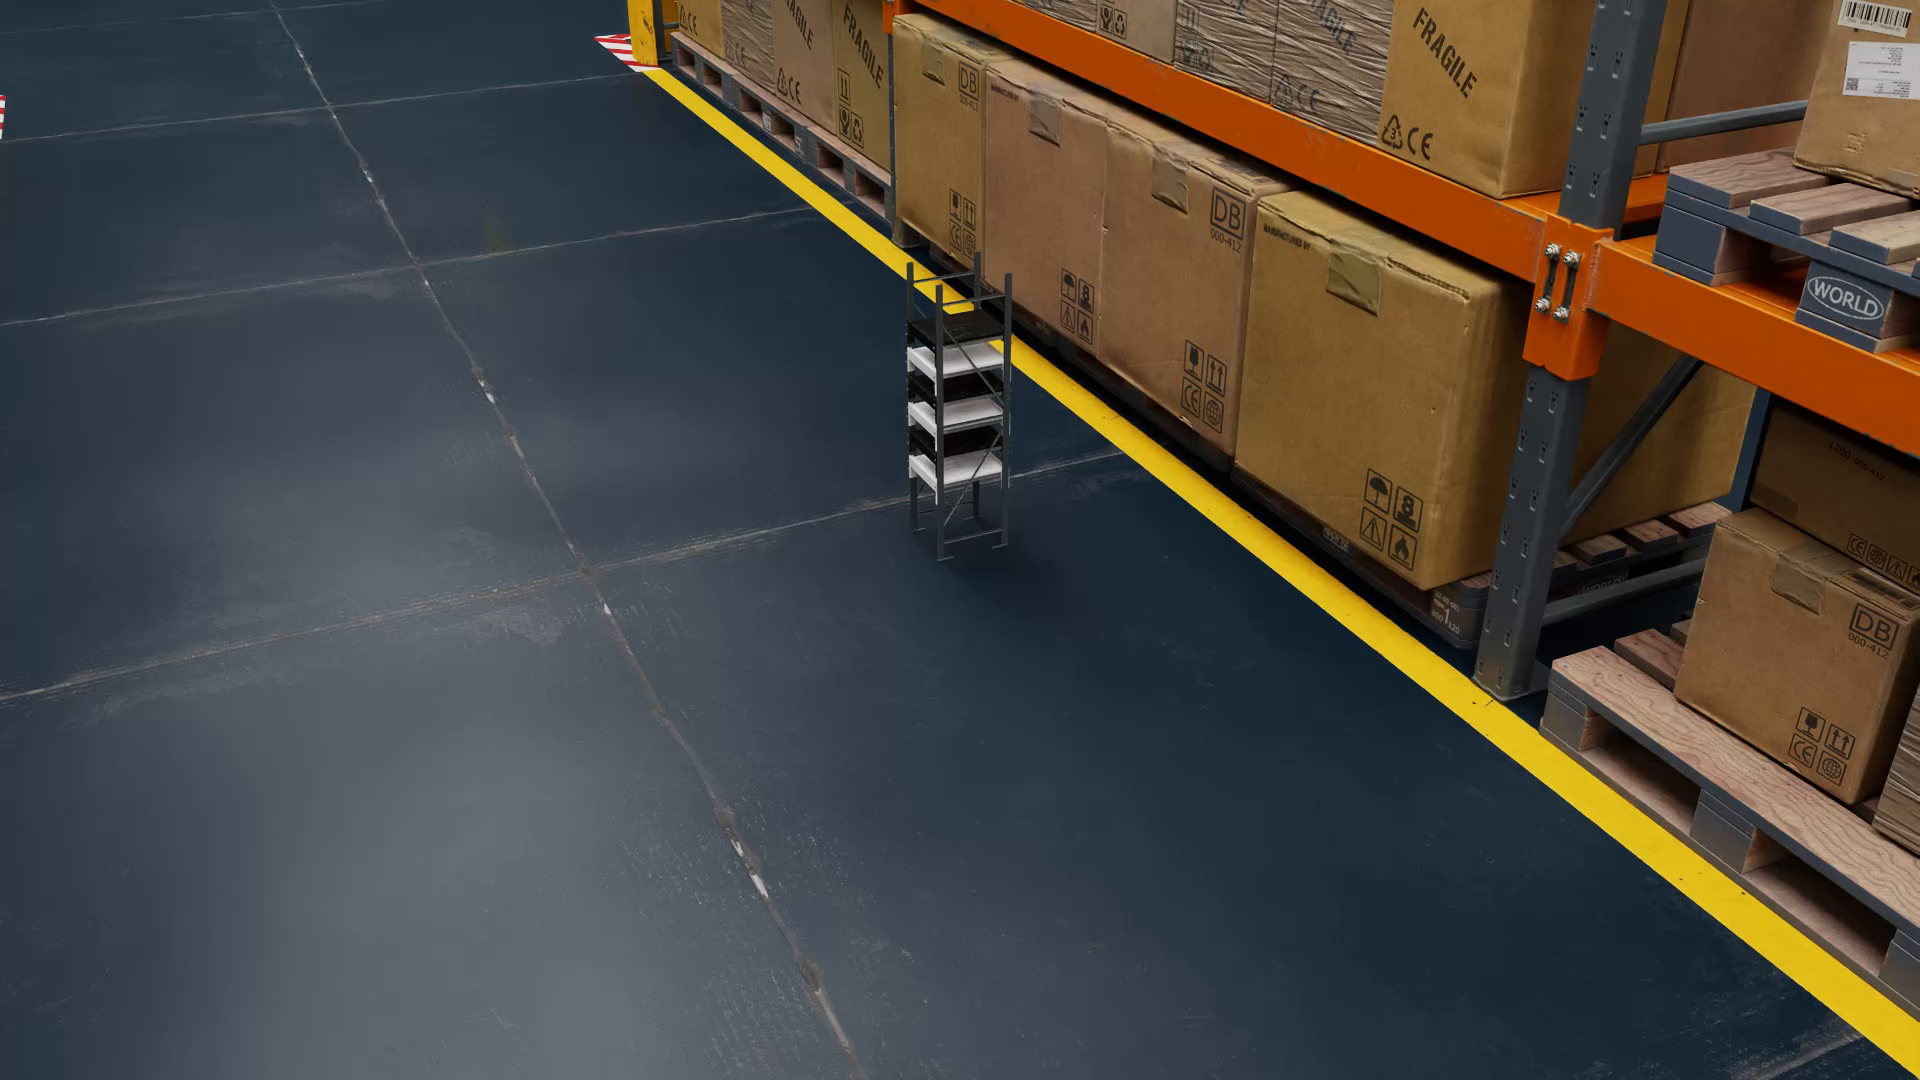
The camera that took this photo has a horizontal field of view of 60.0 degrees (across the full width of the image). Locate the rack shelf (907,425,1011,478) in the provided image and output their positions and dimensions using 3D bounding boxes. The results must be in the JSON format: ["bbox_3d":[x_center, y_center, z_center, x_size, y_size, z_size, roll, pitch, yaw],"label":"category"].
[{"bbox_3d":[-0.003,-0.289,5.097,0.258,0.077,0.200,-13,32,-22],"label":"rack shelf"}]

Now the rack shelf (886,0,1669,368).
[{"bbox_3d":[1.020,-1.567,5.713,1.077,0.370,4.000,-13,32,-22],"label":"rack shelf"}]

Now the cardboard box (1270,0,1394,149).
[{"bbox_3d":[1.234,-1.428,4.628,0.500,0.500,0.500,-13,32,-22],"label":"cardboard box"}]

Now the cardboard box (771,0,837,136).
[{"bbox_3d":[-0.436,-2.726,8.788,0.875,0.875,0.875,-13,32,-22],"label":"cardboard box"}]

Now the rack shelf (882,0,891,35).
[{"bbox_3d":[-0.697,-3.334,8.864,1.077,0.370,4.000,-13,32,-22],"label":"rack shelf"}]

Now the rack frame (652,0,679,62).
[{"bbox_3d":[-1.556,-4.531,10.263,1.000,3.000,0.127,-13,32,-22],"label":"rack frame"}]

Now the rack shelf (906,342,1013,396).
[{"bbox_3d":[-0.003,-0.524,4.965,0.258,0.077,0.200,-13,32,-22],"label":"rack shelf"}]

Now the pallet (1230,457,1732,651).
[{"bbox_3d":[1.608,-0.145,5.292,1.003,0.211,1.213,-13,32,-22],"label":"pallet"}]

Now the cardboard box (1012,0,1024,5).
[{"bbox_3d":[0.349,-2.330,6.236,0.500,0.500,0.500,-13,32,-22],"label":"cardboard box"}]

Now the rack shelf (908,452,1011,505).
[{"bbox_3d":[-0.003,-0.210,5.141,0.258,0.077,0.200,-13,32,-22],"label":"rack shelf"}]

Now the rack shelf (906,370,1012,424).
[{"bbox_3d":[-0.003,-0.446,5.009,0.258,0.077,0.200,-13,32,-22],"label":"rack shelf"}]

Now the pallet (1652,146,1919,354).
[{"bbox_3d":[2.280,-0.621,3.487,1.213,0.211,1.003,-13,32,-22],"label":"pallet"}]

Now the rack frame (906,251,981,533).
[{"bbox_3d":[-0.047,-0.441,5.116,0.240,0.900,0.006,-13,32,-22],"label":"rack frame"}]

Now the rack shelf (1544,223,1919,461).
[{"bbox_3d":[2.737,0.200,2.562,1.077,0.370,4.000,-13,32,-22],"label":"rack shelf"}]

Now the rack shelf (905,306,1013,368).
[{"bbox_3d":[-0.003,-0.603,4.921,0.258,0.077,0.200,-13,32,-22],"label":"rack shelf"}]

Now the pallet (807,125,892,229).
[{"bbox_3d":[-0.095,-1.900,8.423,1.003,0.211,1.213,-13,32,-22],"label":"pallet"}]

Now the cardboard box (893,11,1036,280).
[{"bbox_3d":[0.454,-1.742,7.033,1.225,0.875,0.875,-13,32,-22],"label":"cardboard box"}]

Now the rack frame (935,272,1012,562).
[{"bbox_3d":[0.040,-0.351,4.956,0.240,0.900,0.006,-13,32,-22],"label":"rack frame"}]

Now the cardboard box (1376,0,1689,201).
[{"bbox_3d":[1.443,-1.207,4.233,0.500,0.500,0.500,-12,31,-20],"label":"cardboard box"}]

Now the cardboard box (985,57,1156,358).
[{"bbox_3d":[0.838,-1.347,6.329,1.225,0.875,0.875,-14,32,-24],"label":"cardboard box"}]

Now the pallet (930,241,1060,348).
[{"bbox_3d":[0.560,-1.223,7.215,1.003,0.211,1.213,-13,32,-22],"label":"pallet"}]

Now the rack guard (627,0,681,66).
[{"bbox_3d":[-1.566,-3.451,10.894,1.175,0.500,0.348,-13,32,-22],"label":"rack guard"}]

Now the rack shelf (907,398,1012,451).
[{"bbox_3d":[-0.003,-0.367,5.053,0.258,0.077,0.200,-13,32,-22],"label":"rack shelf"}]

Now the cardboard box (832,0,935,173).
[{"bbox_3d":[-0.050,-2.329,8.079,0.875,0.875,0.875,-13,32,-22],"label":"cardboard box"}]

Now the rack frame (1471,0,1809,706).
[{"bbox_3d":[1.878,-0.997,3.961,1.000,3.000,0.127,-13,32,-22],"label":"rack frame"}]

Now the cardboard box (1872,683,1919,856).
[{"bbox_3d":[2.434,0.435,3.512,0.700,0.500,0.500,-16,33,-26],"label":"cardboard box"}]

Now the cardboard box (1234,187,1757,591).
[{"bbox_3d":[1.601,-0.563,4.930,1.225,0.875,0.875,-15,32,-24],"label":"cardboard box"}]

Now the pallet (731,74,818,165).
[{"bbox_3d":[-0.622,-2.440,9.385,1.003,0.211,1.213,-13,32,-22],"label":"pallet"}]

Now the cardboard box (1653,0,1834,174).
[{"bbox_3d":[1.915,-1.312,4.422,0.500,0.500,0.500,-12,31,-21],"label":"cardboard box"}]

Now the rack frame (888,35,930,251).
[{"bbox_3d":[0.161,-2.764,7.112,1.000,3.000,0.127,-13,32,-22],"label":"rack frame"}]

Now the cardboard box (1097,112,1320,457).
[{"bbox_3d":[1.225,-0.958,5.635,1.225,0.875,0.875,-13,32,-22],"label":"cardboard box"}]

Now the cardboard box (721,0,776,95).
[{"bbox_3d":[-0.818,-3.119,9.489,0.875,0.875,0.875,-13,32,-22],"label":"cardboard box"}]

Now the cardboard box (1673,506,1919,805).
[{"bbox_3d":[2.184,0.193,3.945,0.700,0.500,0.500,-15,33,-25],"label":"cardboard box"}]

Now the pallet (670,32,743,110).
[{"bbox_3d":[-1.142,-2.978,10.345,1.003,0.211,1.213,-13,32,-22],"label":"pallet"}]

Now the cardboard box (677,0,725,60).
[{"bbox_3d":[-1.209,-3.521,10.206,0.875,0.875,0.875,-13,32,-22],"label":"cardboard box"}]

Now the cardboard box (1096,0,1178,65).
[{"bbox_3d":[0.790,-1.882,5.437,0.500,0.500,0.500,-12,32,-21],"label":"cardboard box"}]

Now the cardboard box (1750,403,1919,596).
[{"bbox_3d":[2.193,-0.136,3.765,0.500,0.250,0.500,-12,31,-20],"label":"cardboard box"}]

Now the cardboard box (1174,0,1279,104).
[{"bbox_3d":[1.008,-1.657,5.036,0.500,0.500,0.500,-14,32,-24],"label":"cardboard box"}]

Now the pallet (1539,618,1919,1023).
[{"bbox_3d":[2.212,0.565,4.027,1.003,0.211,1.213,-13,32,-22],"label":"pallet"}]

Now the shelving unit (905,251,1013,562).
[{"bbox_3d":[-0.003,-0.396,5.036,0.258,0.900,0.210,-13,32,-22],"label":"shelving unit"}]

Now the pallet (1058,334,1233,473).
[{"bbox_3d":[1.088,-0.683,6.252,1.003,0.211,1.213,-13,32,-22],"label":"pallet"}]

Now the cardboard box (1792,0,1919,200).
[{"bbox_3d":[2.146,-0.994,3.424,0.500,0.500,0.500,-17,34,-28],"label":"cardboard box"}]

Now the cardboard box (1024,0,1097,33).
[{"bbox_3d":[0.564,-2.109,5.842,0.500,0.500,0.500,-14,32,-23],"label":"cardboard box"}]
